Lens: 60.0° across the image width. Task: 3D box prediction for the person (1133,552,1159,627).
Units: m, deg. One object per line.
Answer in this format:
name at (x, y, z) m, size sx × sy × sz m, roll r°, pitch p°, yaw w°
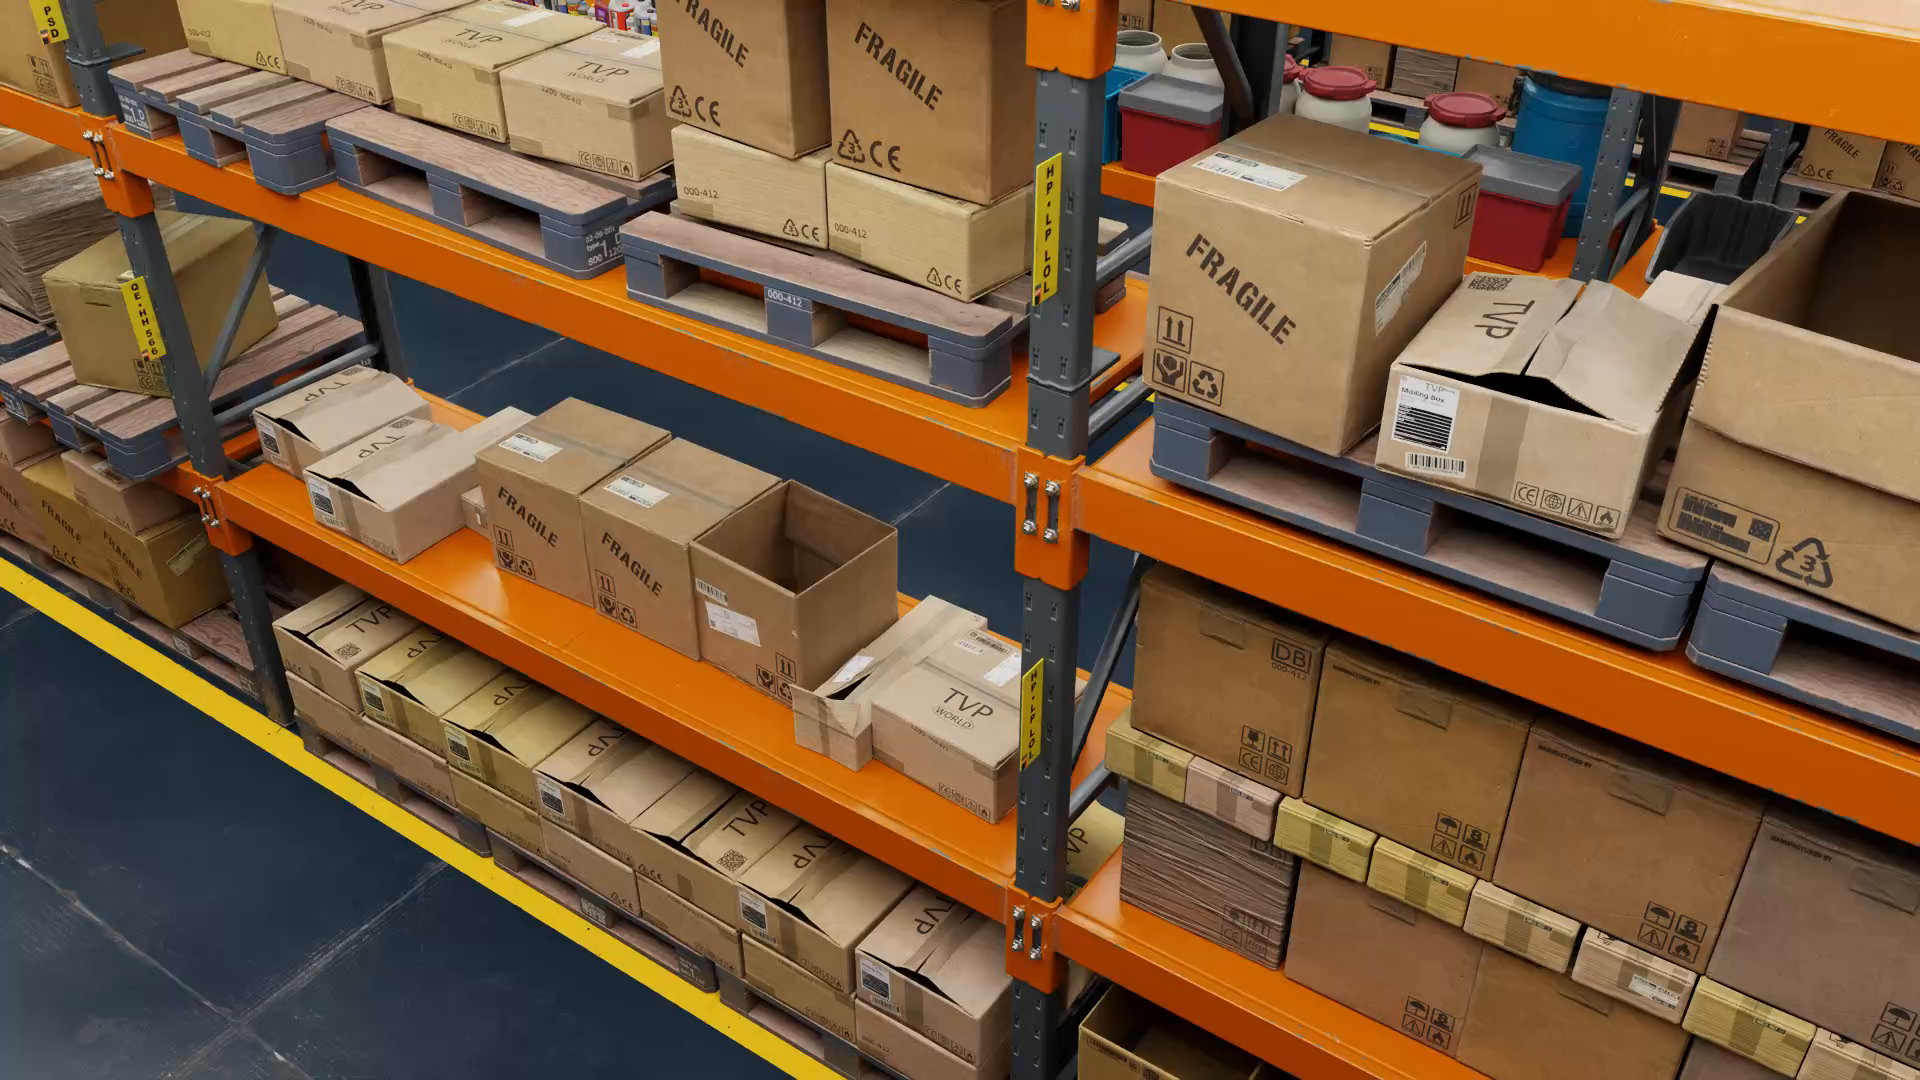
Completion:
person at (0.924, 0.298, 6.691) m, size 0.463 × 1.760 × 0.634 m, roll 21°, pitch 39°, yaw 27°
